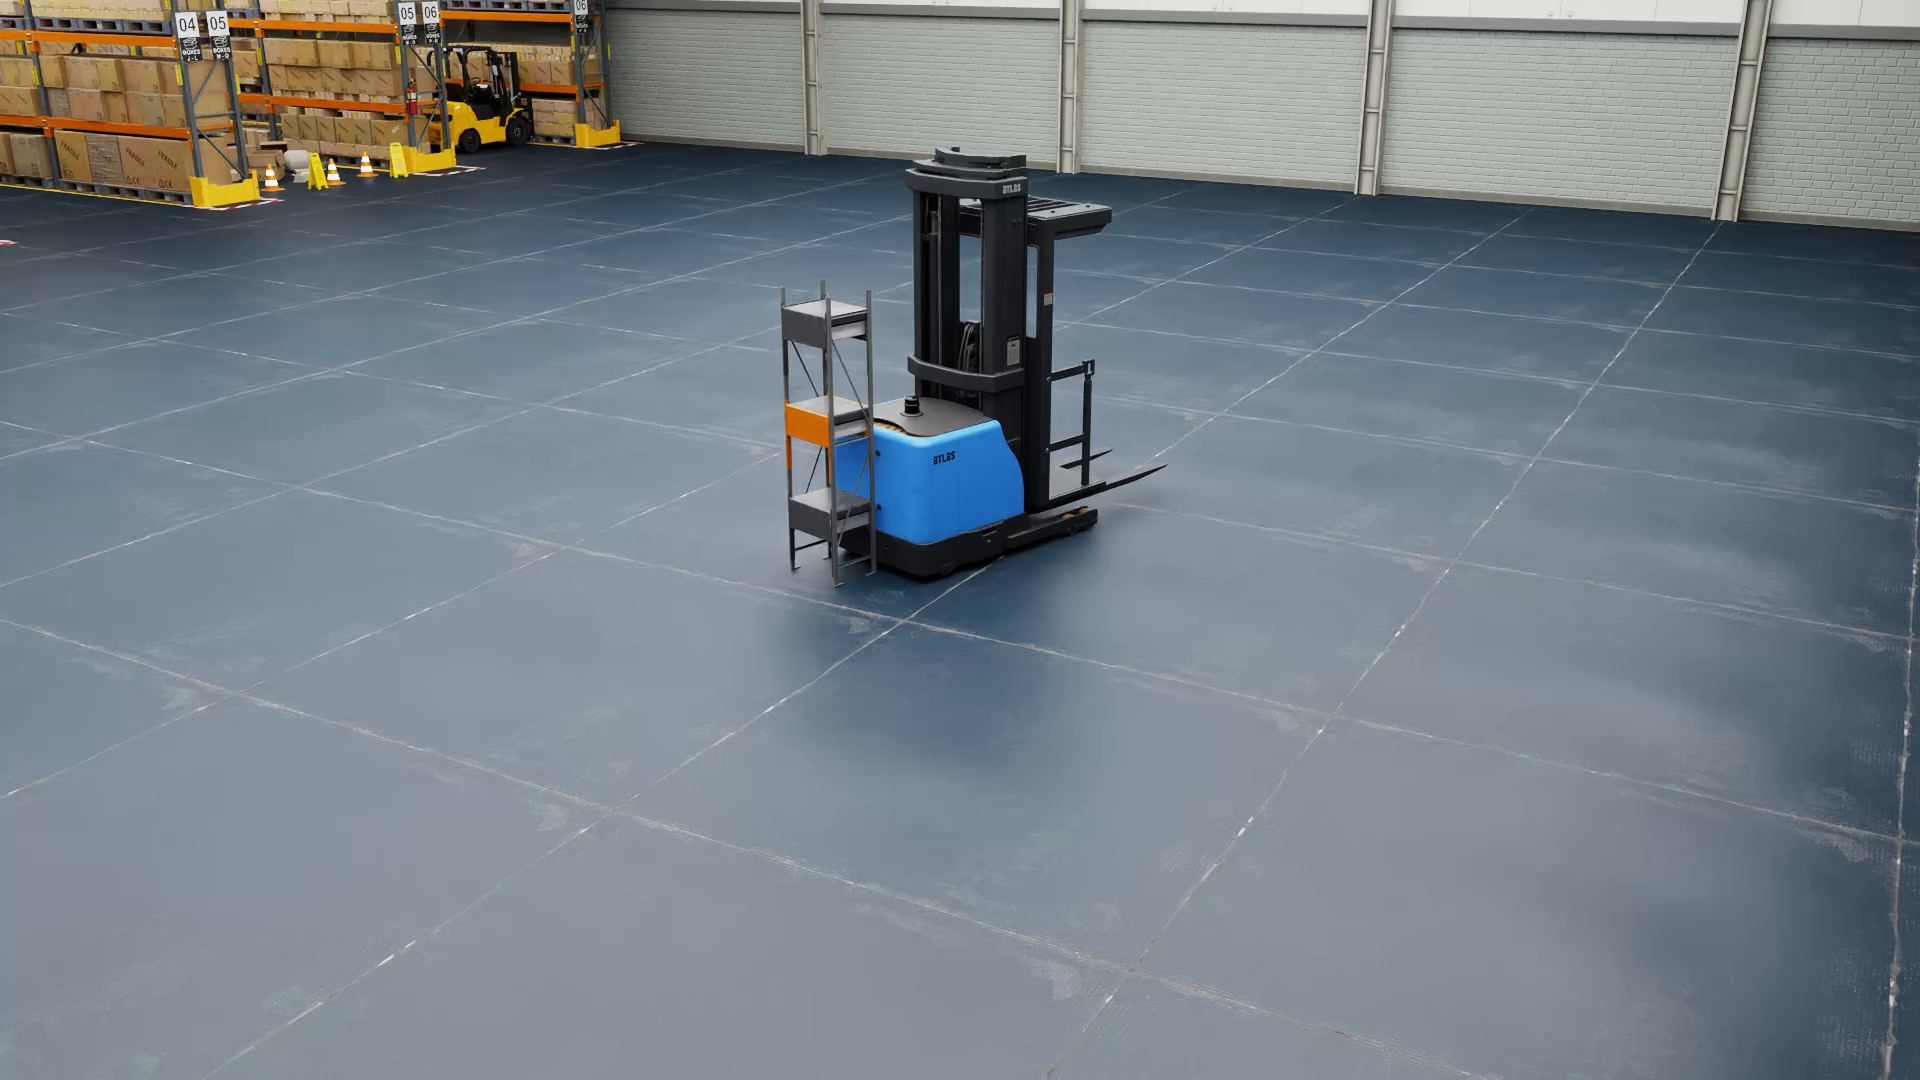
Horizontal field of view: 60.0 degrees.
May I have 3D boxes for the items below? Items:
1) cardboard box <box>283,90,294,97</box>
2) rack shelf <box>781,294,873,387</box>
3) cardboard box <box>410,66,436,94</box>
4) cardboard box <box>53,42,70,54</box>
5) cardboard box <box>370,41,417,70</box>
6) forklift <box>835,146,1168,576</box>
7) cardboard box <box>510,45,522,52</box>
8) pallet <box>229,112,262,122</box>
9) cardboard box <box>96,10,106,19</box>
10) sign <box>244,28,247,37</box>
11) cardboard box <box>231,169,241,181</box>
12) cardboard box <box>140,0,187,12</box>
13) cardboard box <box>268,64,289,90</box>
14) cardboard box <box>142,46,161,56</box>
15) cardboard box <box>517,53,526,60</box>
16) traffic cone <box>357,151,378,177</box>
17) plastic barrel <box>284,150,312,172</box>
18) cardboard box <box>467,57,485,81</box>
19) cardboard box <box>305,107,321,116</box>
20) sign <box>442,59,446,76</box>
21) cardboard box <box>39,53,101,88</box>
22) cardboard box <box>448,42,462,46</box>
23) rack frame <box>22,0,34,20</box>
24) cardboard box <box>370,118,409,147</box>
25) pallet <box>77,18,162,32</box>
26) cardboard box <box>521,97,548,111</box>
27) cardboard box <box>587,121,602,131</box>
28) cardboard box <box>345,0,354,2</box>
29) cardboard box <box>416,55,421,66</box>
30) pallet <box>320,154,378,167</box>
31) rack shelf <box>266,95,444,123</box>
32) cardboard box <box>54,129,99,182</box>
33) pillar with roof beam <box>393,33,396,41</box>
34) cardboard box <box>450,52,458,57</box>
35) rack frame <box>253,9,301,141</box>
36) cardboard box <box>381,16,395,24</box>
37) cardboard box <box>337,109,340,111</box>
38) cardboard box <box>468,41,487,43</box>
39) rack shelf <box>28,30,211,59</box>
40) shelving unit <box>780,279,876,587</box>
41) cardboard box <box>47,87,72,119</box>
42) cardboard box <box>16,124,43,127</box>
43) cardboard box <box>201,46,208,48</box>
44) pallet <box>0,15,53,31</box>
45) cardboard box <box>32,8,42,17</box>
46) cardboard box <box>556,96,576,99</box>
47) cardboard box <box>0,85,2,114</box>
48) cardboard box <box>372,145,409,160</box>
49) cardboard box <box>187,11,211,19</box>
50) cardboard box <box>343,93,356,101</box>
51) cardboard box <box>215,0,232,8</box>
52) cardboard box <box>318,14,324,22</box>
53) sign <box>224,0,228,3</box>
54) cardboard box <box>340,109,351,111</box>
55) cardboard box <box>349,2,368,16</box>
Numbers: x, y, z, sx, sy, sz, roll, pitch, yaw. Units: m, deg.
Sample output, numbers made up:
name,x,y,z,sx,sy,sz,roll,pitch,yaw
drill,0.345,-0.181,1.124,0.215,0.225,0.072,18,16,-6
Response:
name,x,y,z,sx,sy,sz,roll,pitch,yaw
cardboard box,-13.694,-9.209,34.221,0.250,0.149,0.380,12,23,29
rack shelf,-0.932,-1.400,11.633,0.431,0.518,0.480,-19,27,-41
cardboard box,-10.845,-9.184,33.202,0.500,0.500,0.500,10,22,26
cardboard box,-19.904,-11.029,37.259,0.500,0.500,0.500,10,22,26
cardboard box,-11.119,-9.513,32.642,0.500,0.500,0.700,10,22,26
forklift,0.443,-1.527,12.777,3.031,2.935,1.130,-19,27,-41
cardboard box,-9.906,-11.056,37.412,0.250,0.149,0.380,11,23,28
pallet,-17.897,-10.875,42.536,1.213,0.211,1.003,11,23,27
cardboard box,-14.679,-9.090,28.733,0.250,0.149,0.380,11,23,28
sign,-18.358,-13.020,42.662,0.005,0.325,0.100,11,23,27
cardboard box,-13.985,-6.988,31.740,0.258,0.266,0.396,16,25,36
cardboard box,-13.456,-9.068,28.086,0.500,0.250,0.500,11,23,28
cardboard box,-13.810,-9.532,34.161,0.500,0.500,0.500,11,23,27
cardboard box,-17.271,-10.407,35.957,0.500,0.500,0.500,10,22,26
cardboard box,-9.720,-10.847,37.270,0.250,0.149,0.380,11,23,28
traffic cone,-11.571,-7.331,32.396,0.334,0.463,0.336,11,23,27
plastic barrel,-13.108,-7.518,32.969,0.512,0.421,0.421,-7,21,-20
cardboard box,-10.918,-10.793,38.075,0.500,0.500,0.500,11,23,28
cardboard box,-13.146,-8.761,33.985,0.250,0.149,0.380,12,23,29
sign,-10.302,-9.405,33.123,0.005,0.325,0.100,11,23,27
cardboard box,-16.079,-8.517,30.143,0.550,0.550,0.875,11,23,27
cardboard box,-11.507,-11.330,38.166,0.250,0.149,0.380,11,23,28
rack frame,-16.384,-10.831,29.527,0.127,3.000,1.000,11,23,27
cardboard box,-11.393,-8.149,33.248,0.500,0.500,0.500,11,23,28
pallet,-14.614,-9.037,29.110,1.213,0.211,1.003,11,23,27
cardboard box,-9.597,-9.837,37.535,0.500,0.250,0.500,11,23,28
cardboard box,-8.482,-9.359,37.684,0.500,0.250,0.500,11,23,28
cardboard box,-11.850,-10.663,32.662,0.250,0.149,0.380,11,23,27
cardboard box,-12.647,-11.233,38.920,0.500,0.250,0.500,10,22,26
pallet,-12.386,-7.887,34.297,1.213,0.211,1.003,11,23,27
rack shelf,-12.312,-8.830,33.865,4.000,0.370,1.077,11,23,27
cardboard box,-15.869,-7.084,30.495,0.875,0.875,0.875,11,23,28
pillar with roof beam,-15.655,-13.235,36.154,0.400,9.000,9.100,11,23,27
cardboard box,-11.491,-11.200,38.245,0.250,0.149,0.380,10,22,26
rack frame,-14.058,-9.501,34.659,0.127,3.000,1.000,11,23,27
cardboard box,-11.014,-10.104,32.291,0.250,0.149,0.380,11,23,28
cardboard box,-15.607,-10.673,40.940,0.500,0.500,0.500,12,23,29
cardboard box,-11.215,-11.508,38.658,0.250,0.149,0.380,11,23,27
rack shelf,-14.638,-8.750,29.245,4.000,0.370,1.077,11,23,27
shelving unit,-0.932,-0.755,11.867,0.431,2.100,0.503,-19,27,-41
cardboard box,-16.056,-8.024,30.365,0.550,0.550,0.875,11,23,27
cardboard box,-21.538,-9.961,39.068,0.875,0.438,0.875,10,22,27
cardboard box,-16.120,-10.392,35.915,0.500,0.500,0.500,9,22,24
pallet,-17.209,-9.469,30.451,1.217,0.209,0.805,10,22,25
cardboard box,-16.232,-9.385,29.547,0.250,0.149,0.380,10,22,26
cardboard box,-8.914,-9.907,37.729,0.500,0.250,0.500,11,23,27
cardboard box,-17.853,-8.233,31.016,0.500,0.500,0.500,11,23,28
cardboard box,-11.424,-7.799,33.383,0.500,0.250,0.500,11,23,27
cardboard box,-13.035,-9.034,28.580,0.250,0.149,0.380,11,23,28
cardboard box,-12.148,-8.908,33.393,0.250,0.149,0.380,11,22,27
cardboard box,-15.078,-11.178,34.487,0.500,0.250,0.500,11,23,28
cardboard box,-12.558,-10.411,33.137,0.250,0.149,0.380,11,23,28
sign,-12.616,-9.368,28.495,0.005,0.325,0.100,11,23,27
cardboard box,-14.595,-10.618,40.604,0.625,0.625,0.875,12,23,29
cardboard box,-11.577,-10.408,32.545,0.500,0.250,0.500,10,22,27
